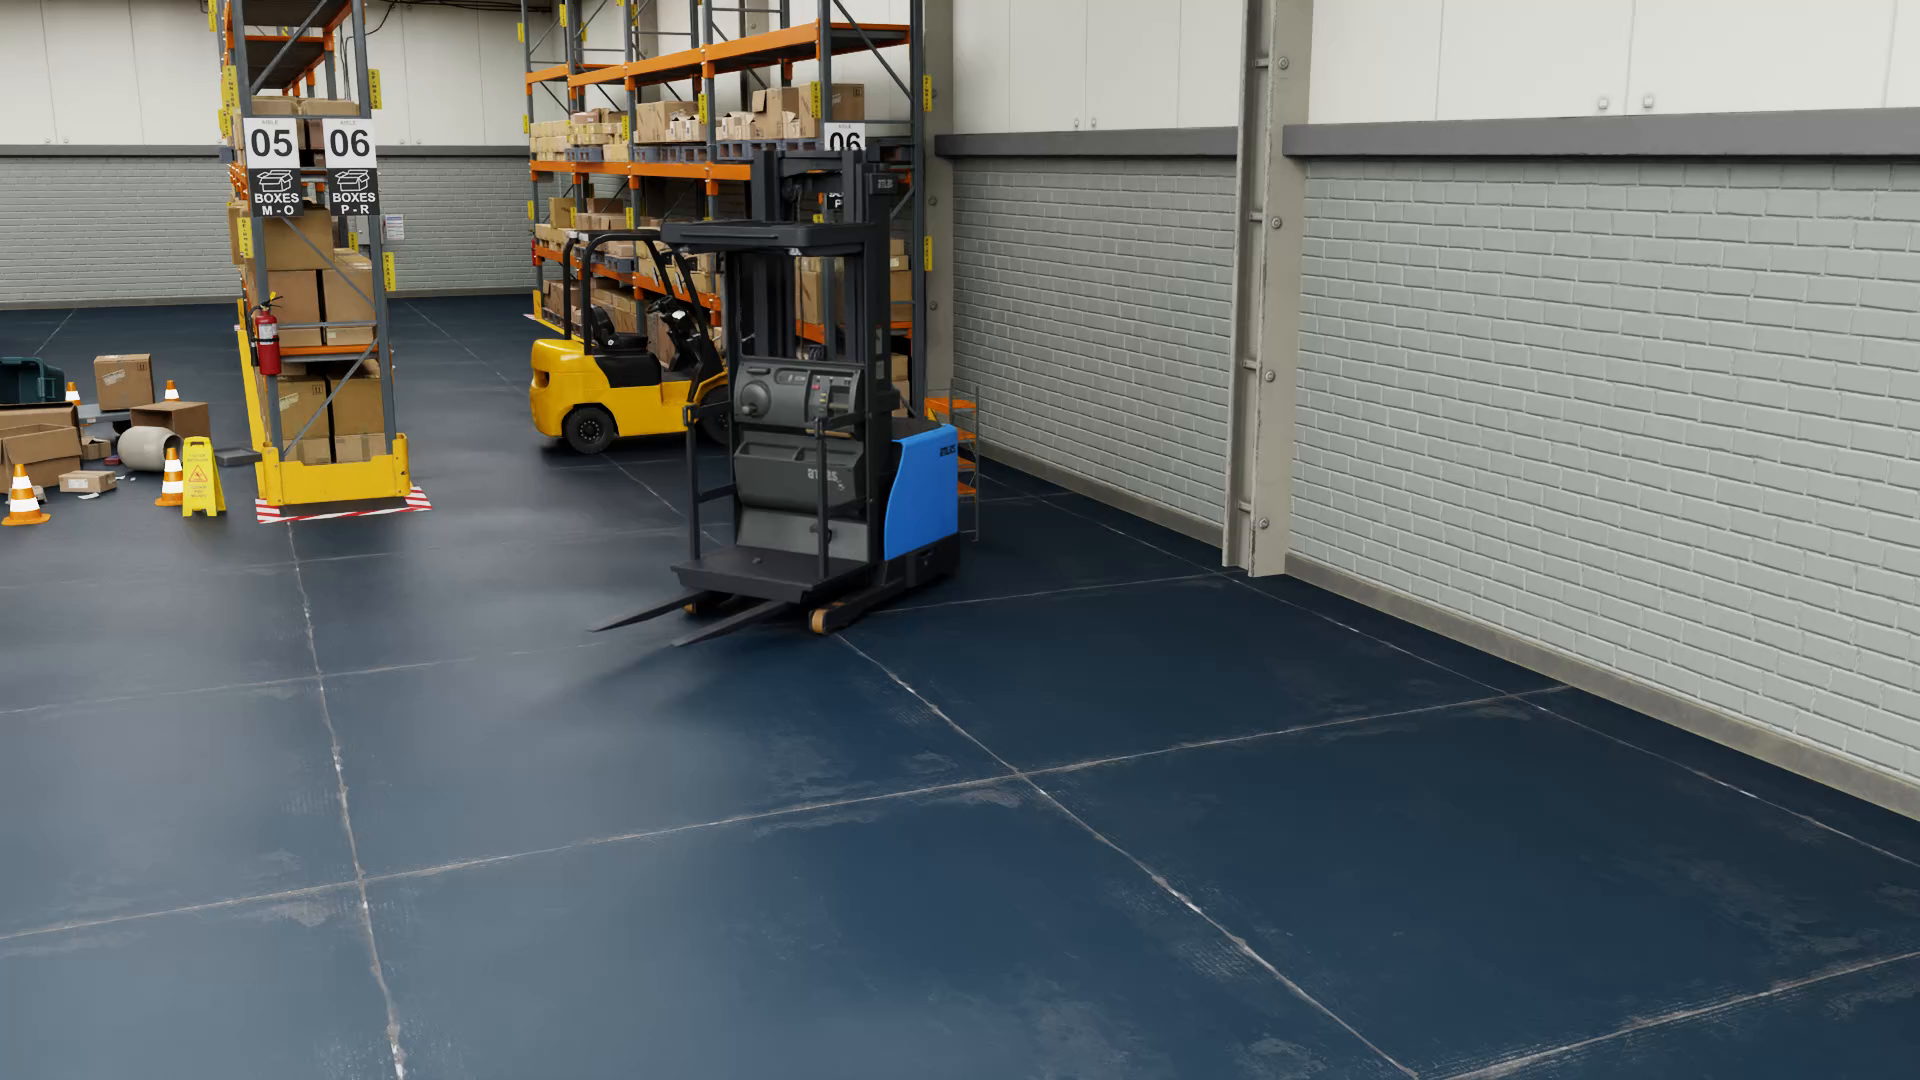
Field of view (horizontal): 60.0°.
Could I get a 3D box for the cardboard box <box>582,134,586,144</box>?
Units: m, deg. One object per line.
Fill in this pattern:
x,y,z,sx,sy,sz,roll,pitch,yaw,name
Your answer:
-5.469,-6.031,25.027,0.380,0.149,0.250,-6,14,-24,cardboard box

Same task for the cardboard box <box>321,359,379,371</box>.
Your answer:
-5.862,-1.458,16.019,0.500,0.500,0.500,-5,14,-22,cardboard box

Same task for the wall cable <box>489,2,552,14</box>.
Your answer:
-8.326,-12.488,34.533,2.988,3.039,0.133,-6,14,-23,wall cable

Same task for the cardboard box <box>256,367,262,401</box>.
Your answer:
-6.989,-1.729,17.193,0.500,0.500,0.500,-5,14,-20,cardboard box

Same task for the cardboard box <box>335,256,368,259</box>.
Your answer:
-5.938,-2.452,15.928,0.500,0.500,0.500,-6,14,-24,cardboard box

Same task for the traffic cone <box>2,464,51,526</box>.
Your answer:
-7.610,-0.385,13.506,0.336,0.463,0.334,-6,14,-23,traffic cone

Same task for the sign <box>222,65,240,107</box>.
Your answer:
-5.892,-3.666,13.439,0.100,0.325,0.005,-6,14,-23,sign

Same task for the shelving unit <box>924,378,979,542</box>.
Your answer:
-0.066,-0.619,12.882,0.258,1.200,0.503,-6,14,-23,shelving unit

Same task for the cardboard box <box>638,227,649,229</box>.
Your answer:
-4.176,-4.193,22.674,0.380,0.149,0.250,-5,14,-21,cardboard box

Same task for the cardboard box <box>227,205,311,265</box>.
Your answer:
-6.274,-2.787,15.159,0.700,0.500,0.500,-6,14,-24,cardboard box

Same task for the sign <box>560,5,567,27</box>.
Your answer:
-6.140,-8.118,25.742,0.100,0.325,0.005,-6,14,-23,sign

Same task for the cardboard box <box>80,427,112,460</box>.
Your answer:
-8.618,-0.951,16.390,0.396,0.266,0.258,6,14,26,cardboard box

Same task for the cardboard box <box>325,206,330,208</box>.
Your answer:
-7.666,-3.873,19.702,0.380,0.149,0.250,-6,14,-26,cardboard box

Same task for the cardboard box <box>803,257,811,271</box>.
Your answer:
-1.354,-2.729,16.349,0.380,0.149,0.250,-5,14,-22,cardboard box

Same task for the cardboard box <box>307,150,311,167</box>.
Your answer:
-5.704,-3.463,15.085,0.380,0.149,0.250,-6,14,-25,cardboard box

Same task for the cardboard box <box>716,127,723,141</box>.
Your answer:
-2.530,-4.566,18.699,0.380,0.149,0.250,-5,14,-22,cardboard box

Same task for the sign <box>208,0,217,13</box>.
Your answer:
-10.701,-7.708,23.794,0.100,0.325,0.005,-6,14,-23,sign

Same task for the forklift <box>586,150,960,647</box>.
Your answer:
-1.149,-0.954,10.490,1.130,2.935,3.031,7,15,28,forklift

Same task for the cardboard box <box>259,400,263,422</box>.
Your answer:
-6.989,-1.364,17.277,0.500,0.250,0.500,-6,14,-26,cardboard box

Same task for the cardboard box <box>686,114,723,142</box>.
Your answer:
-2.944,-4.893,19.751,0.500,0.311,0.500,-6,14,-25,cardboard box

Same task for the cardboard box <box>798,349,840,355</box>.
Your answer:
-1.509,-1.792,16.909,0.500,0.250,0.500,-5,14,-22,cardboard box

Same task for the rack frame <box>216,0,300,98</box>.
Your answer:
-10.182,-7.221,24.111,1.000,3.000,0.127,-6,14,-23,rack frame

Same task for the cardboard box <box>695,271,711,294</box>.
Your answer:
-2.873,-3.102,19.952,0.500,0.250,0.500,-5,14,-22,cardboard box

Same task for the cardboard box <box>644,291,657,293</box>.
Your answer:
-4.667,-3.736,25.535,0.380,0.149,0.250,-5,14,-22,cardboard box

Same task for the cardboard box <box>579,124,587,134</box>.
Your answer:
-5.556,-6.227,25.216,0.380,0.149,0.250,-6,14,-24,cardboard box

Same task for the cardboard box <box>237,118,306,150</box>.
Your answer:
-5.827,-3.433,14.073,0.500,0.250,0.500,-6,14,-24,cardboard box

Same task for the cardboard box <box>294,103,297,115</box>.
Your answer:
-6.023,-3.754,14.575,0.380,0.149,0.250,-6,14,-23,cardboard box

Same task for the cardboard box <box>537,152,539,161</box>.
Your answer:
-7.323,-6.826,29.614,0.380,0.149,0.250,-5,14,-22,cardboard box

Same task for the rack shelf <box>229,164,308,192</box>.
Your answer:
-9.381,-4.996,22.745,1.077,0.370,4.000,-6,14,-23,rack shelf

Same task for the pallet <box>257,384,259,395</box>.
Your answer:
-7.783,-1.700,19.746,1.003,0.211,1.213,-6,14,-23,pallet

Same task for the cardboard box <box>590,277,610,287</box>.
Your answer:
-5.680,-4.102,26.456,0.380,0.149,0.250,-6,14,-24,cardboard box

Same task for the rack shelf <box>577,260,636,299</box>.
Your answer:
-4.835,-3.983,25.024,1.077,0.370,4.000,-6,14,-23,rack shelf

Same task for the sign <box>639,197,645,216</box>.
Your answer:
-5.129,-5.362,26.818,0.100,0.325,0.005,-6,14,-23,sign

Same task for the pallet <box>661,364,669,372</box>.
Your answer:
-3.255,-2.137,21.634,1.003,0.211,1.213,-6,14,-23,pallet

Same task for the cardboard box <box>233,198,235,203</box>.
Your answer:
-10.269,-4.717,24.159,0.500,0.500,0.500,-5,14,-22,cardboard box

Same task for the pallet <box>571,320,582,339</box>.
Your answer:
-5.910,-3.530,27.656,1.003,0.211,1.213,-6,14,-23,pallet

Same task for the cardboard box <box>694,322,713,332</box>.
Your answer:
-2.954,-2.410,20.964,0.875,0.625,0.625,-6,14,-24,cardboard box

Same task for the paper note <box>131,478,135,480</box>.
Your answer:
-7.596,-0.562,15.275,0.032,0.001,0.123,-6,14,-23,paper note

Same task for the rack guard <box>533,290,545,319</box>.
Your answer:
-7.208,-4.340,30.513,1.175,0.500,0.348,-6,14,-23,rack guard

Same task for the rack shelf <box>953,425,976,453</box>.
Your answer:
-0.066,-0.771,12.847,0.258,0.148,0.480,-6,14,-23,rack shelf

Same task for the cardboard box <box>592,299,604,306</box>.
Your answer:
-5.426,-3.504,25.972,0.500,0.500,0.500,-6,14,-24,cardboard box

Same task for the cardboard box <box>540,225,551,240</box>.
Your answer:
-7.101,-5.423,29.322,0.500,0.250,0.500,-5,14,-22,cardboard box

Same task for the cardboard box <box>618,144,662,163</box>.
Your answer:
-4.461,-5.393,23.200,0.500,0.250,0.500,-6,14,-25,cardboard box

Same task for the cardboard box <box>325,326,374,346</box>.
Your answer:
-5.322,-1.785,14.488,0.380,0.149,0.250,-6,14,-23,cardboard box

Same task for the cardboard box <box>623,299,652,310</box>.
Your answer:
-4.666,-3.415,24.145,0.380,0.149,0.250,-6,14,-25,cardboard box

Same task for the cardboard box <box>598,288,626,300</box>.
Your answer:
-5.441,-3.850,26.024,0.380,0.149,0.250,-6,15,-26,cardboard box

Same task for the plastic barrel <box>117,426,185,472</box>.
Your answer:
-7.590,-0.854,15.619,0.512,0.421,0.421,4,14,16,plastic barrel

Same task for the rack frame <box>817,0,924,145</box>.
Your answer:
-0.829,-5.191,15.340,1.000,3.000,0.127,-6,14,-23,rack frame

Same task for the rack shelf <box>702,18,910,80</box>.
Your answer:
-1.630,-5.058,17.251,1.077,0.370,4.000,-6,14,-23,rack shelf

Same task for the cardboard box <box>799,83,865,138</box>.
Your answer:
-1.229,-4.101,15.908,0.500,0.500,0.500,-5,14,-21,cardboard box

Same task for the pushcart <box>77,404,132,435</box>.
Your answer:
-9.047,-1.151,17.008,1.648,0.377,0.936,-12,18,-42,pushcart

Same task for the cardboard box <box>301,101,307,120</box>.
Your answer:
-5.446,-3.689,14.292,0.380,0.149,0.250,-6,14,-23,cardboard box
